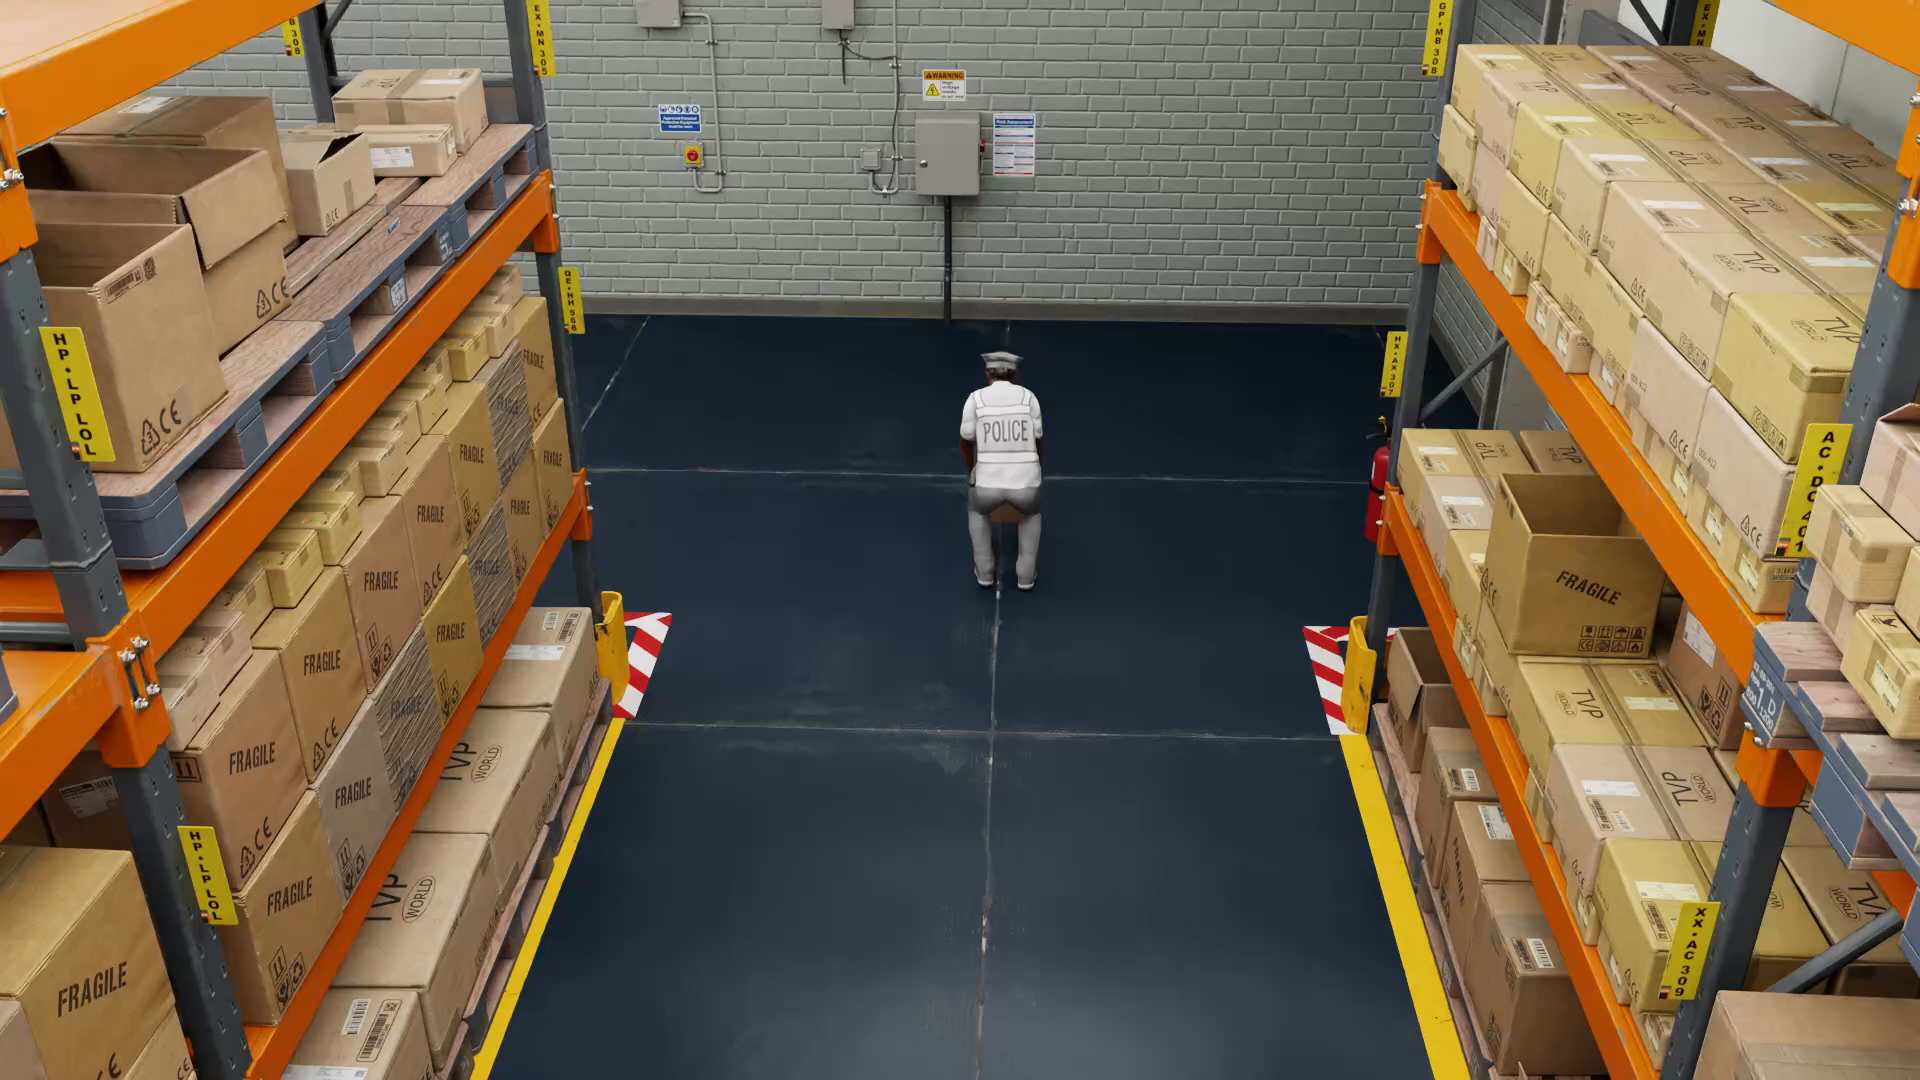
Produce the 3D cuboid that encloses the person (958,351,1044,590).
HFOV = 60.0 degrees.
[{"bbox_3d":[0.235,-0.390,9.682,0.496,1.360,0.724,1,28,2],"label":"person"}]
